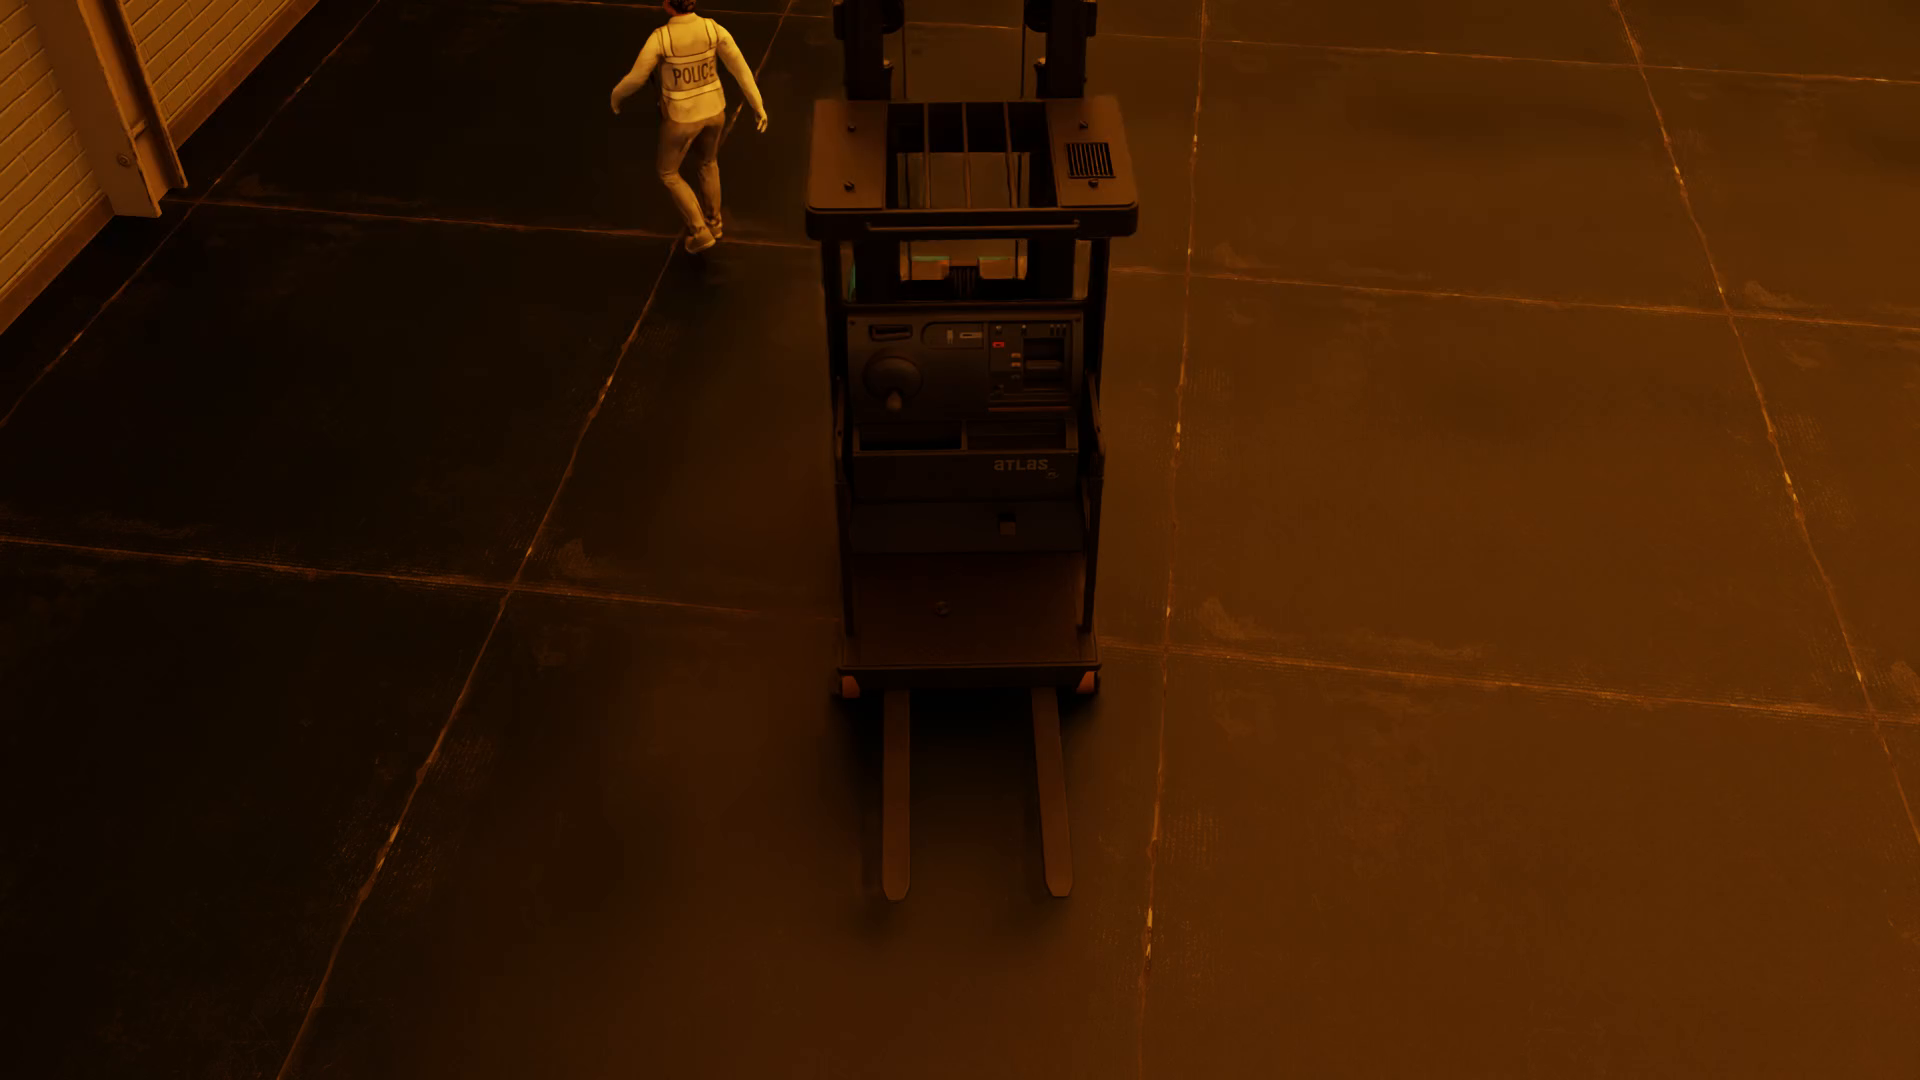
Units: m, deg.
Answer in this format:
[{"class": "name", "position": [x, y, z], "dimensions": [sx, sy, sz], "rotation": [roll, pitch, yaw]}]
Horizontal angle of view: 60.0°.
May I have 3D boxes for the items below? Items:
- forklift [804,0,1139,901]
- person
[{"class": "forklift", "position": [0.029, -0.618, 6.397], "dimensions": [1.130, 2.935, 3.031], "rotation": [-1, 43, -1]}, {"class": "person", "position": [-1.480, -2.354, 9.241], "dimensions": [0.753, 1.652, 0.611], "rotation": [-24, 48, -24]}]
